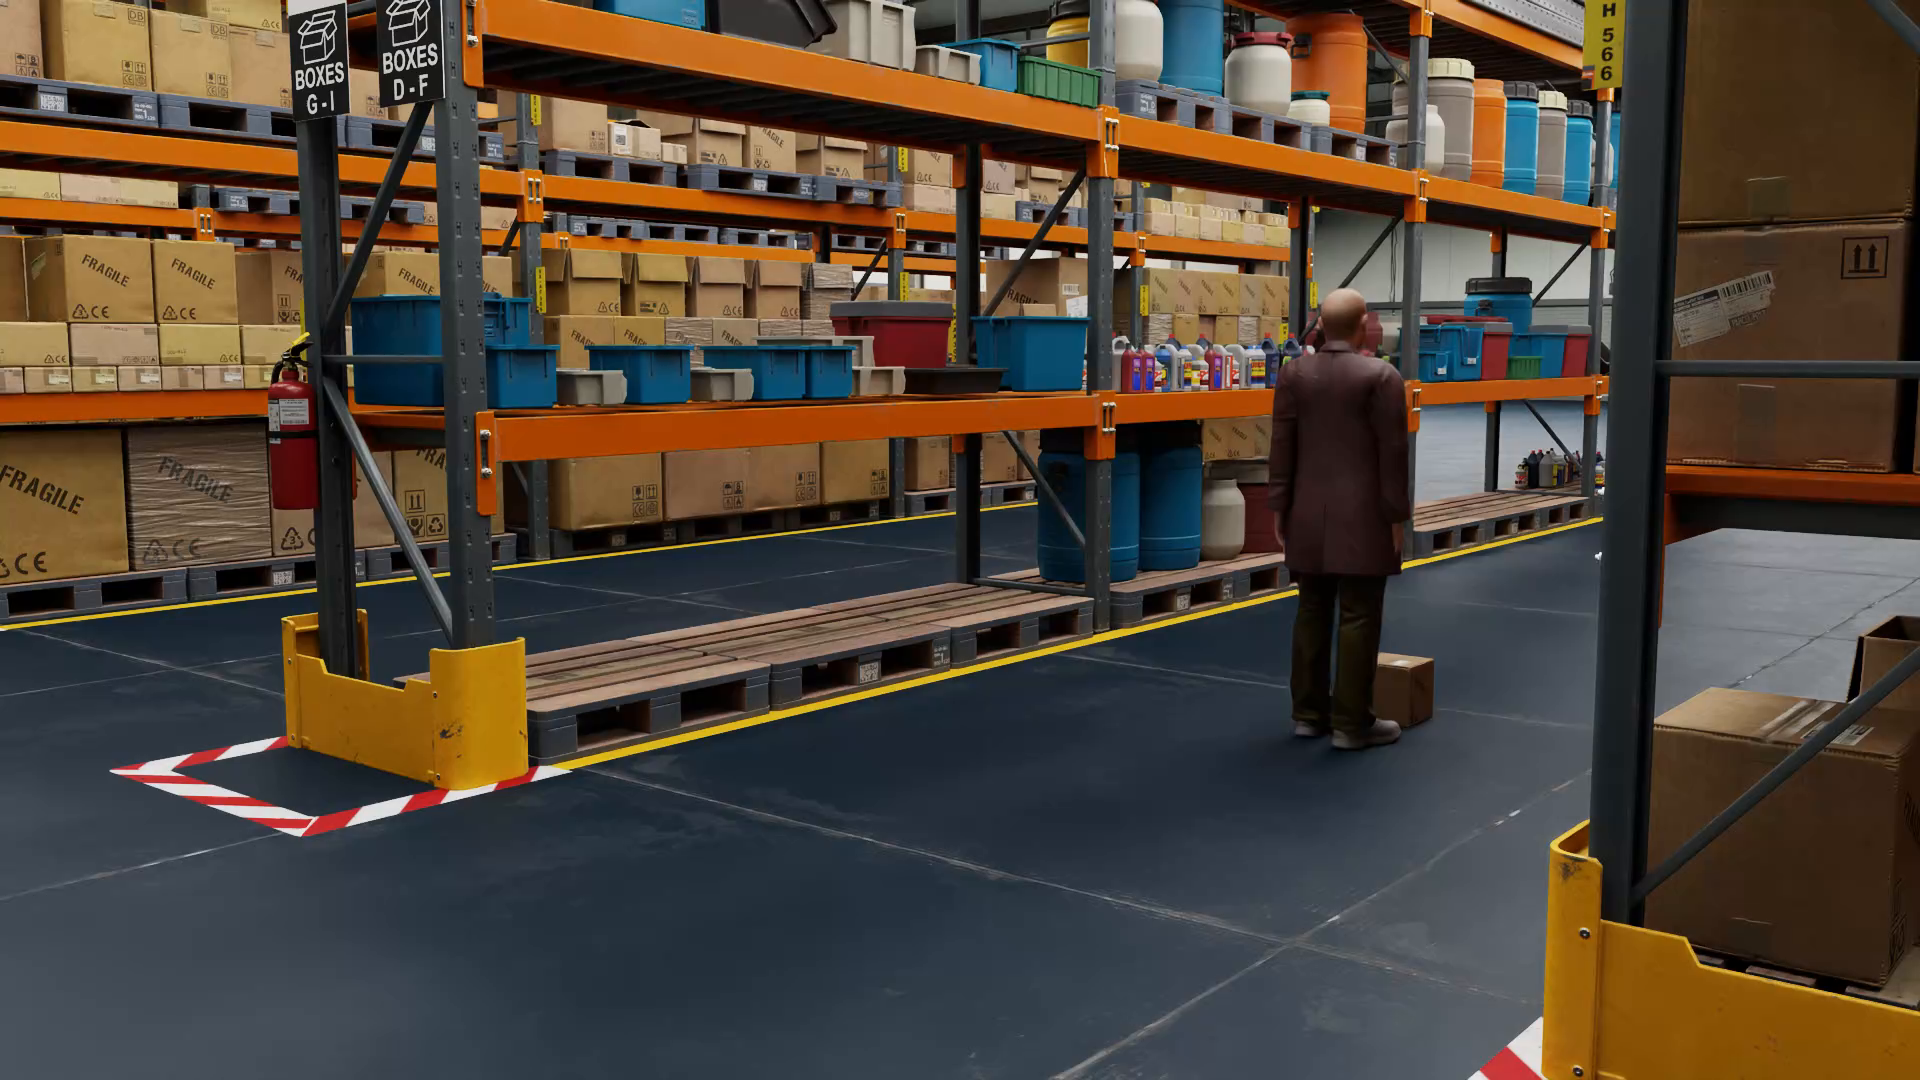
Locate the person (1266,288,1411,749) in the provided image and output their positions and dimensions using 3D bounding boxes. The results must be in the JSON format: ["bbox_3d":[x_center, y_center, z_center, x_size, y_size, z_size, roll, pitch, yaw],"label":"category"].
[{"bbox_3d":[1.524,-0.091,6.574,0.601,1.789,0.454,5,8,39],"label":"person"}]
